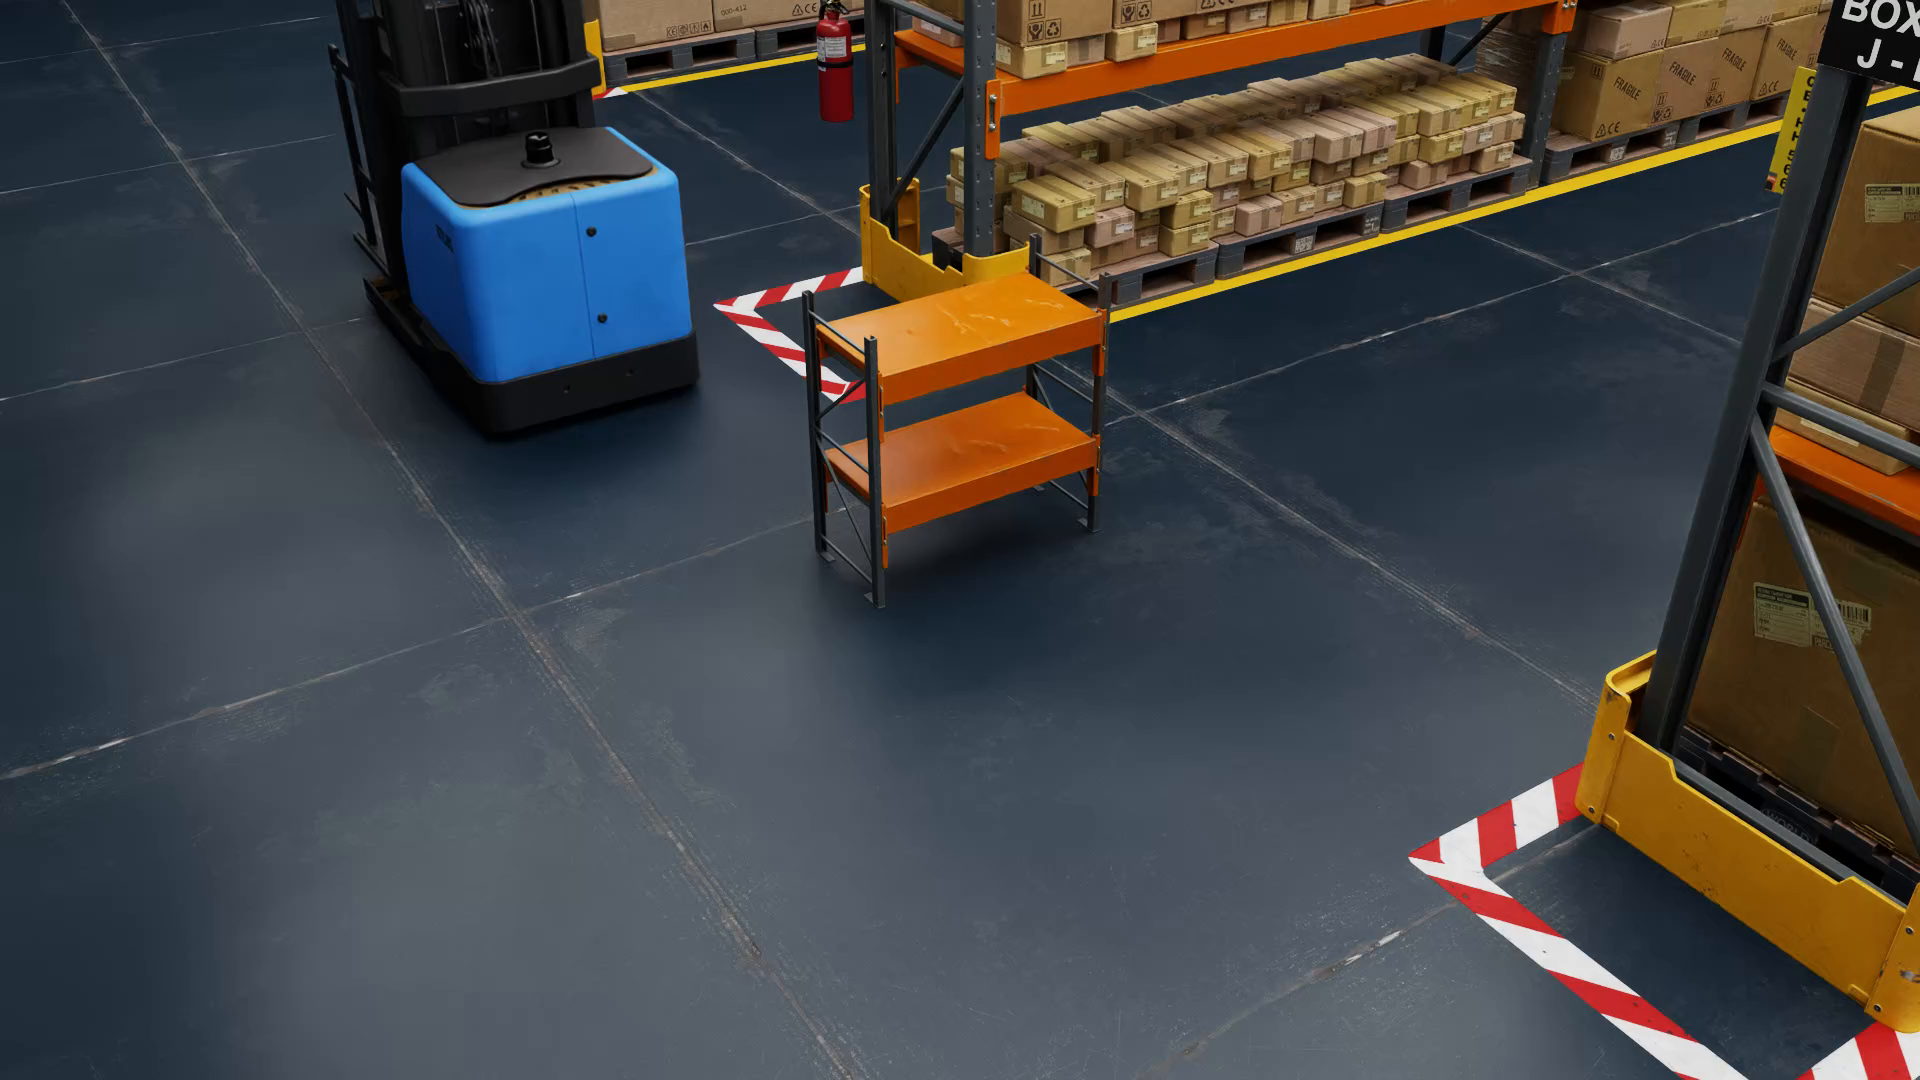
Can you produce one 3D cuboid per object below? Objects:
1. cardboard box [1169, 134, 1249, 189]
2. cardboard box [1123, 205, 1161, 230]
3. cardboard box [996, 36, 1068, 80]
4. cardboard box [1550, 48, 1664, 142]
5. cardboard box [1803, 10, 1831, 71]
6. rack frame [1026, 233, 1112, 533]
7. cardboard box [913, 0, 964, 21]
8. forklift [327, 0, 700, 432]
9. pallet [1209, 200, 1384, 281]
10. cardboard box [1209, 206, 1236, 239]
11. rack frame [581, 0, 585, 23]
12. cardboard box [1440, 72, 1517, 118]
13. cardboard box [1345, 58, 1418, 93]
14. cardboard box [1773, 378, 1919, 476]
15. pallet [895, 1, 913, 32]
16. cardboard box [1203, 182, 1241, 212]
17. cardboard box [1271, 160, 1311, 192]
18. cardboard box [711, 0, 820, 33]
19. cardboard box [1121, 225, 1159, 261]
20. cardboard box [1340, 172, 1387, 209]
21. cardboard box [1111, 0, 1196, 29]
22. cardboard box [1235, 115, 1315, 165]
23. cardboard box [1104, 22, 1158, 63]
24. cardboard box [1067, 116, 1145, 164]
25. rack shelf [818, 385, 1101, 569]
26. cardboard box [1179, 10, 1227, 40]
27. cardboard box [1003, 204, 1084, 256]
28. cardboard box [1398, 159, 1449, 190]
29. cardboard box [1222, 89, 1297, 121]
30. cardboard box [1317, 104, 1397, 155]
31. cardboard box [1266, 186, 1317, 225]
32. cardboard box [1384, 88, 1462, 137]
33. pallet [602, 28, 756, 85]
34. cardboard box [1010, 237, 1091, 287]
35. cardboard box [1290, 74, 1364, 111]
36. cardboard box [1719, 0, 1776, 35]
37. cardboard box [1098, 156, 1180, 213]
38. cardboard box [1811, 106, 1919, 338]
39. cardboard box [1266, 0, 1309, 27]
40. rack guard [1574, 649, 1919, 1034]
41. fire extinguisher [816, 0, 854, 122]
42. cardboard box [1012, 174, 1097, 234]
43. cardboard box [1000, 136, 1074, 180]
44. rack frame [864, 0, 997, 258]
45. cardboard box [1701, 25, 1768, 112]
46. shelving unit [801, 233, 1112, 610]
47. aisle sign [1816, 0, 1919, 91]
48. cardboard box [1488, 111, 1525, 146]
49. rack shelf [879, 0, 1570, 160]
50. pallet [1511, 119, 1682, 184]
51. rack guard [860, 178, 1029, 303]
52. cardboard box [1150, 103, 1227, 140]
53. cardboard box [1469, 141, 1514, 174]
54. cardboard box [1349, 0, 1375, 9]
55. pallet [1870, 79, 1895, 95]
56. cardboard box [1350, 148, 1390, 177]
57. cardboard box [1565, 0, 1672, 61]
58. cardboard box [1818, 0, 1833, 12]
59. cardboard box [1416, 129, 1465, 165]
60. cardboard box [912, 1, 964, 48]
[{"bbox_3d":[1.319,-2.021,8.863,0.250,0.149,0.380,-17,36,-25],"label":"cardboard box"},{"bbox_3d":[0.843,-1.763,8.733,0.250,0.149,0.380,-18,37,-27],"label":"cardboard box"},{"bbox_3d":[0.295,-2.305,7.828,0.250,0.149,0.380,-19,37,-28],"label":"cardboard box"},{"bbox_3d":[3.972,-2.836,10.384,0.500,0.500,0.500,-17,36,-25],"label":"cardboard box"},{"bbox_3d":[5.719,-3.442,11.344,0.500,0.500,0.500,-17,36,-25],"label":"cardboard box"},{"bbox_3d":[0.422,-0.621,6.680,0.032,1.125,0.500,-19,37,-27],"label":"rack frame"},{"bbox_3d":[0.083,-2.878,8.129,0.500,0.500,0.500,-18,37,-26],"label":"cardboard box"},{"bbox_3d":[-2.434,-2.468,7.915,1.130,2.935,3.031,-18,37,-27],"label":"forklift"},{"bbox_3d":[1.635,-1.877,9.527,1.213,0.211,1.003,-19,37,-27],"label":"pallet"},{"bbox_3d":[1.276,-1.773,9.027,0.250,0.149,0.380,-19,37,-27],"label":"cardboard box"},{"bbox_3d":[-2.922,-4.655,11.318,0.127,3.000,1.000,-19,37,-27],"label":"rack frame"},{"bbox_3d":[3.049,-2.625,9.820,0.250,0.149,0.380,-18,36,-26],"label":"cardboard box"},{"bbox_3d":[2.541,-2.785,10.074,0.250,0.149,0.380,-17,36,-25],"label":"cardboard box"},{"bbox_3d":[2.568,-0.356,4.738,0.250,0.149,0.380,-18,37,-26],"label":"cardboard box"},{"bbox_3d":[-0.242,-4.447,13.602,1.213,0.211,1.003,-19,37,-27],"label":"pallet"},{"bbox_3d":[1.289,-1.908,8.963,0.250,0.149,0.380,-21,38,-29],"label":"cardboard box"},{"bbox_3d":[1.727,-2.078,9.233,0.250,0.149,0.380,-17,36,-25],"label":"cardboard box"},{"bbox_3d":[-1.657,-4.253,12.689,0.875,0.438,0.875,-18,36,-26],"label":"cardboard box"},{"bbox_3d":[0.839,-1.632,8.804,0.250,0.149,0.380,-19,37,-27],"label":"cardboard box"},{"bbox_3d":[2.192,-2.027,9.431,0.250,0.149,0.380,-19,37,-27],"label":"cardboard box"},{"bbox_3d":[0.808,-2.805,8.012,0.500,0.500,0.500,-19,37,-27],"label":"cardboard box"},{"bbox_3d":[1.724,-2.192,9.135,0.250,0.149,0.380,-19,37,-27],"label":"cardboard box"},{"bbox_3d":[0.741,-2.451,8.059,0.250,0.149,0.380,-20,37,-29],"label":"cardboard box"},{"bbox_3d":[0.796,-2.180,9.115,0.250,0.149,0.380,-21,38,-29],"label":"cardboard box"},{"bbox_3d":[-0.006,-0.267,6.577,1.000,0.278,0.538,-19,37,-27],"label":"rack shelf"},{"bbox_3d":[1.126,-2.655,8.383,0.250,0.149,0.380,-19,37,-28],"label":"cardboard box"},{"bbox_3d":[0.424,-1.599,8.473,0.250,0.149,0.380,-17,36,-25],"label":"cardboard box"},{"bbox_3d":[2.611,-2.184,9.679,0.250,0.149,0.380,-20,38,-29],"label":"cardboard box"},{"bbox_3d":[1.706,-2.451,9.545,0.250,0.149,0.380,-21,38,-29],"label":"cardboard box"},{"bbox_3d":[2.212,-2.298,9.303,0.250,0.149,0.380,-21,38,-30],"label":"cardboard box"},{"bbox_3d":[1.752,-1.898,9.225,0.250,0.149,0.380,-19,37,-27],"label":"cardboard box"},{"bbox_3d":[2.650,-2.458,9.556,0.250,0.149,0.380,-19,37,-28],"label":"cardboard box"},{"bbox_3d":[-2.292,-3.742,12.484,1.213,0.211,1.003,-19,37,-27],"label":"pallet"},{"bbox_3d":[0.459,-1.444,8.507,0.250,0.149,0.380,-18,37,-26],"label":"cardboard box"},{"bbox_3d":[2.149,-2.604,9.787,0.250,0.149,0.380,-20,37,-28],"label":"cardboard box"},{"bbox_3d":[4.848,-3.454,10.661,0.500,0.250,0.500,-18,36,-26],"label":"cardboard box"},{"bbox_3d":[0.917,-1.836,8.570,0.250,0.149,0.380,-19,37,-27],"label":"cardboard box"},{"bbox_3d":[2.714,-0.850,4.444,0.500,0.500,0.500,-18,37,-27],"label":"cardboard box"},{"bbox_3d":[1.578,-2.779,8.579,0.250,0.149,0.380,-18,36,-26],"label":"cardboard box"},{"bbox_3d":[2.427,0.853,4.929,0.348,0.500,1.175,-19,37,-27],"label":"rack guard"},{"bbox_3d":[-0.617,-2.408,8.178,0.183,0.674,0.296,-19,37,-27],"label":"fire extinguisher"},{"bbox_3d":[0.469,-1.687,8.334,0.250,0.149,0.380,-21,38,-29],"label":"cardboard box"},{"bbox_3d":[0.395,-2.002,8.833,0.250,0.149,0.380,-18,37,-26],"label":"cardboard box"},{"bbox_3d":[-0.155,-2.465,7.846,0.127,3.000,1.000,-19,37,-27],"label":"rack frame"},{"bbox_3d":[4.848,-3.147,10.877,0.500,0.500,0.500,-18,37,-26],"label":"cardboard box"},{"bbox_3d":[-0.006,-0.474,6.447,1.048,1.125,0.538,-19,37,-27],"label":"shelving unit"},{"bbox_3d":[2.224,-1.425,3.760,0.004,0.787,0.394,-19,37,-27],"label":"aisle sign"},{"bbox_3d":[3.114,-2.485,9.878,0.250,0.149,0.380,-18,37,-26],"label":"cardboard box"},{"bbox_3d":[1.526,-2.739,8.954,4.000,0.370,1.077,-19,37,-27],"label":"rack shelf"},{"bbox_3d":[3.860,-2.667,10.781,1.213,0.211,1.003,-19,37,-27],"label":"pallet"},{"bbox_3d":[-0.091,-1.429,8.547,0.348,0.500,1.175,-19,37,-27],"label":"rack guard"},{"bbox_3d":[1.273,-2.309,9.320,0.250,0.149,0.380,-20,38,-29],"label":"cardboard box"},{"bbox_3d":[3.062,-2.327,9.905,0.250,0.149,0.380,-18,37,-27],"label":"cardboard box"},{"bbox_3d":[1.994,-2.948,8.848,0.250,0.149,0.380,-20,37,-28],"label":"cardboard box"},{"bbox_3d":[5.911,-3.373,11.899,1.213,0.211,1.003,-19,37,-27],"label":"pallet"},{"bbox_3d":[2.210,-2.205,9.434,0.250,0.149,0.380,-18,36,-26],"label":"cardboard box"},{"bbox_3d":[3.971,-3.154,10.184,0.500,0.250,0.500,-21,38,-29],"label":"cardboard box"},{"bbox_3d":[5.718,-3.749,11.128,0.500,0.250,0.500,-18,37,-27],"label":"cardboard box"},{"bbox_3d":[2.678,-2.316,9.609,0.250,0.149,0.380,-20,38,-29],"label":"cardboard box"},{"bbox_3d":[-0.034,-2.579,8.263,0.250,0.149,0.380,-19,37,-27],"label":"cardboard box"}]
